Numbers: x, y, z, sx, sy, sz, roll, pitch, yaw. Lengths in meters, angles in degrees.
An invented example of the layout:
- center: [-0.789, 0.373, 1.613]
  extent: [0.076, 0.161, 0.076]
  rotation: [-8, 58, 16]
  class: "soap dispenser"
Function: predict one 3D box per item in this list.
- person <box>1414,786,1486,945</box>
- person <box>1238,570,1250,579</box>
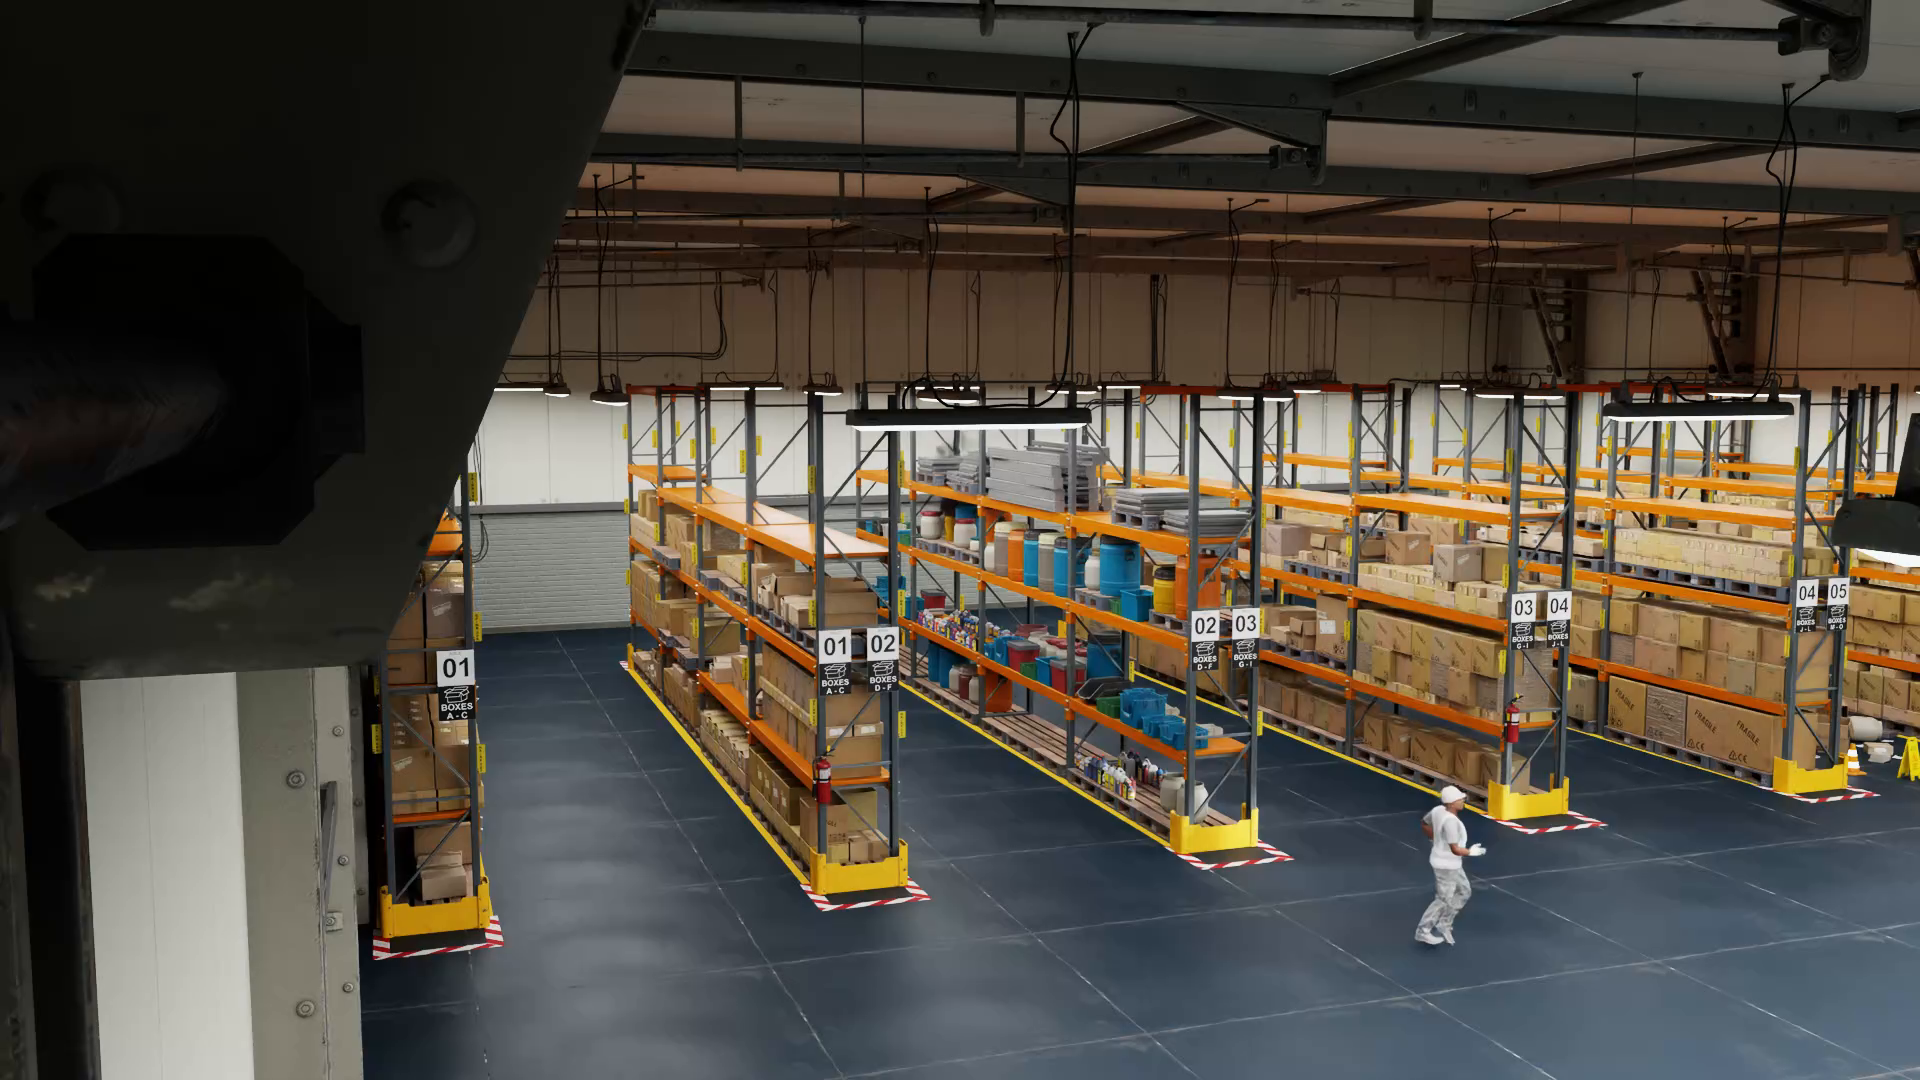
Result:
- center: [5.365, 3.587, 18.206]
  extent: [0.724, 1.827, 0.706]
  rotation: [1, 6, 9]
  class: "person"
- center: [7.057, 1.219, 41.305]
  extent: [0.987, 1.699, 0.754]
  rotation: [-1, 6, -13]
  class: "person"
